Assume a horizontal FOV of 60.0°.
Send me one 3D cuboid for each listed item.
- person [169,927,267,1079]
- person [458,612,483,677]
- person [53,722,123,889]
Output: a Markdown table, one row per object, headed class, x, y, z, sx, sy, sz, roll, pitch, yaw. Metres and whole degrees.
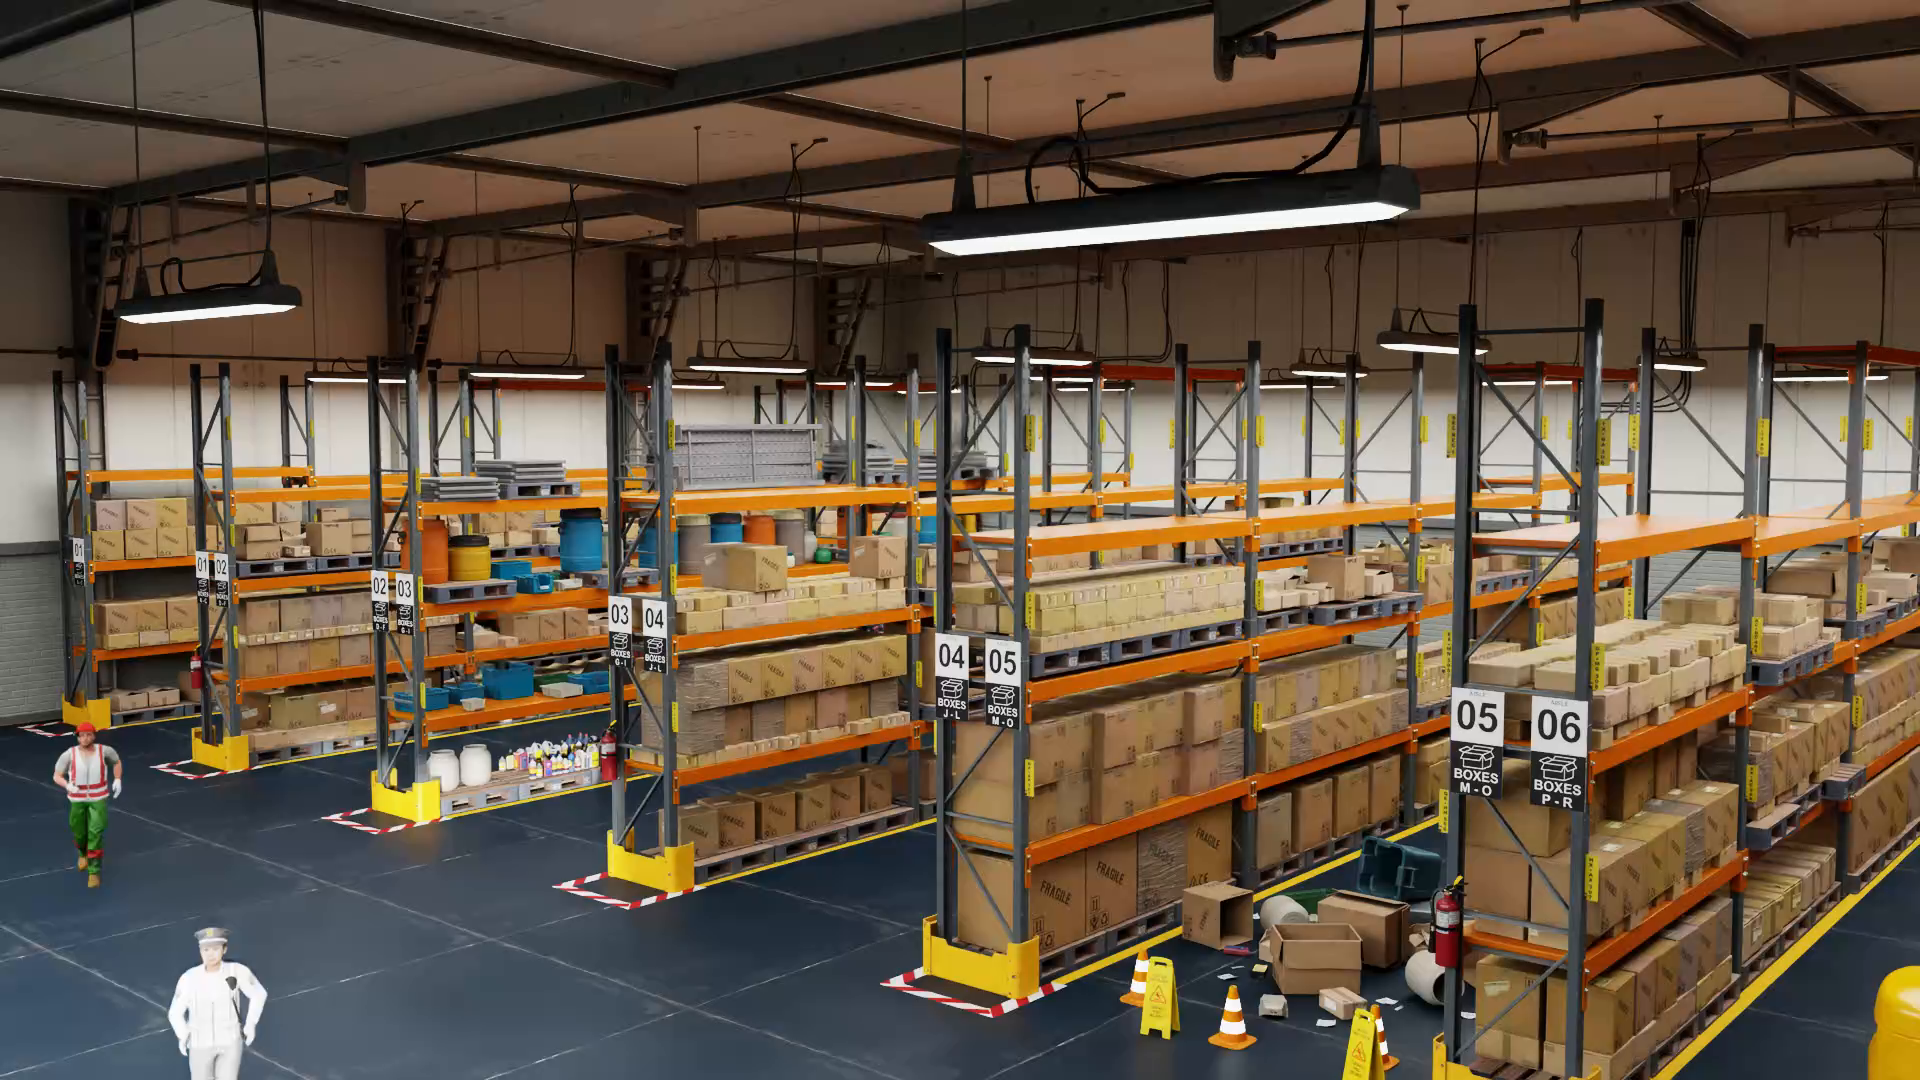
| class | x | y | z | sx | sy | sz | roll | pitch | yaw |
| --- | --- | --- | --- | --- | --- | --- | --- | --- | --- |
| person | -5.178 | 3.505 | 11.616 | 0.633 | 1.657 | 0.773 | -2 | 4 | -20 |
| person | -8.813 | 2.120 | 30.077 | 0.692 | 1.762 | 0.735 | 4 | 6 | 44 |
| person | -9.764 | 2.923 | 18.645 | 0.686 | 1.801 | 0.872 | -2 | 5 | -26 |
